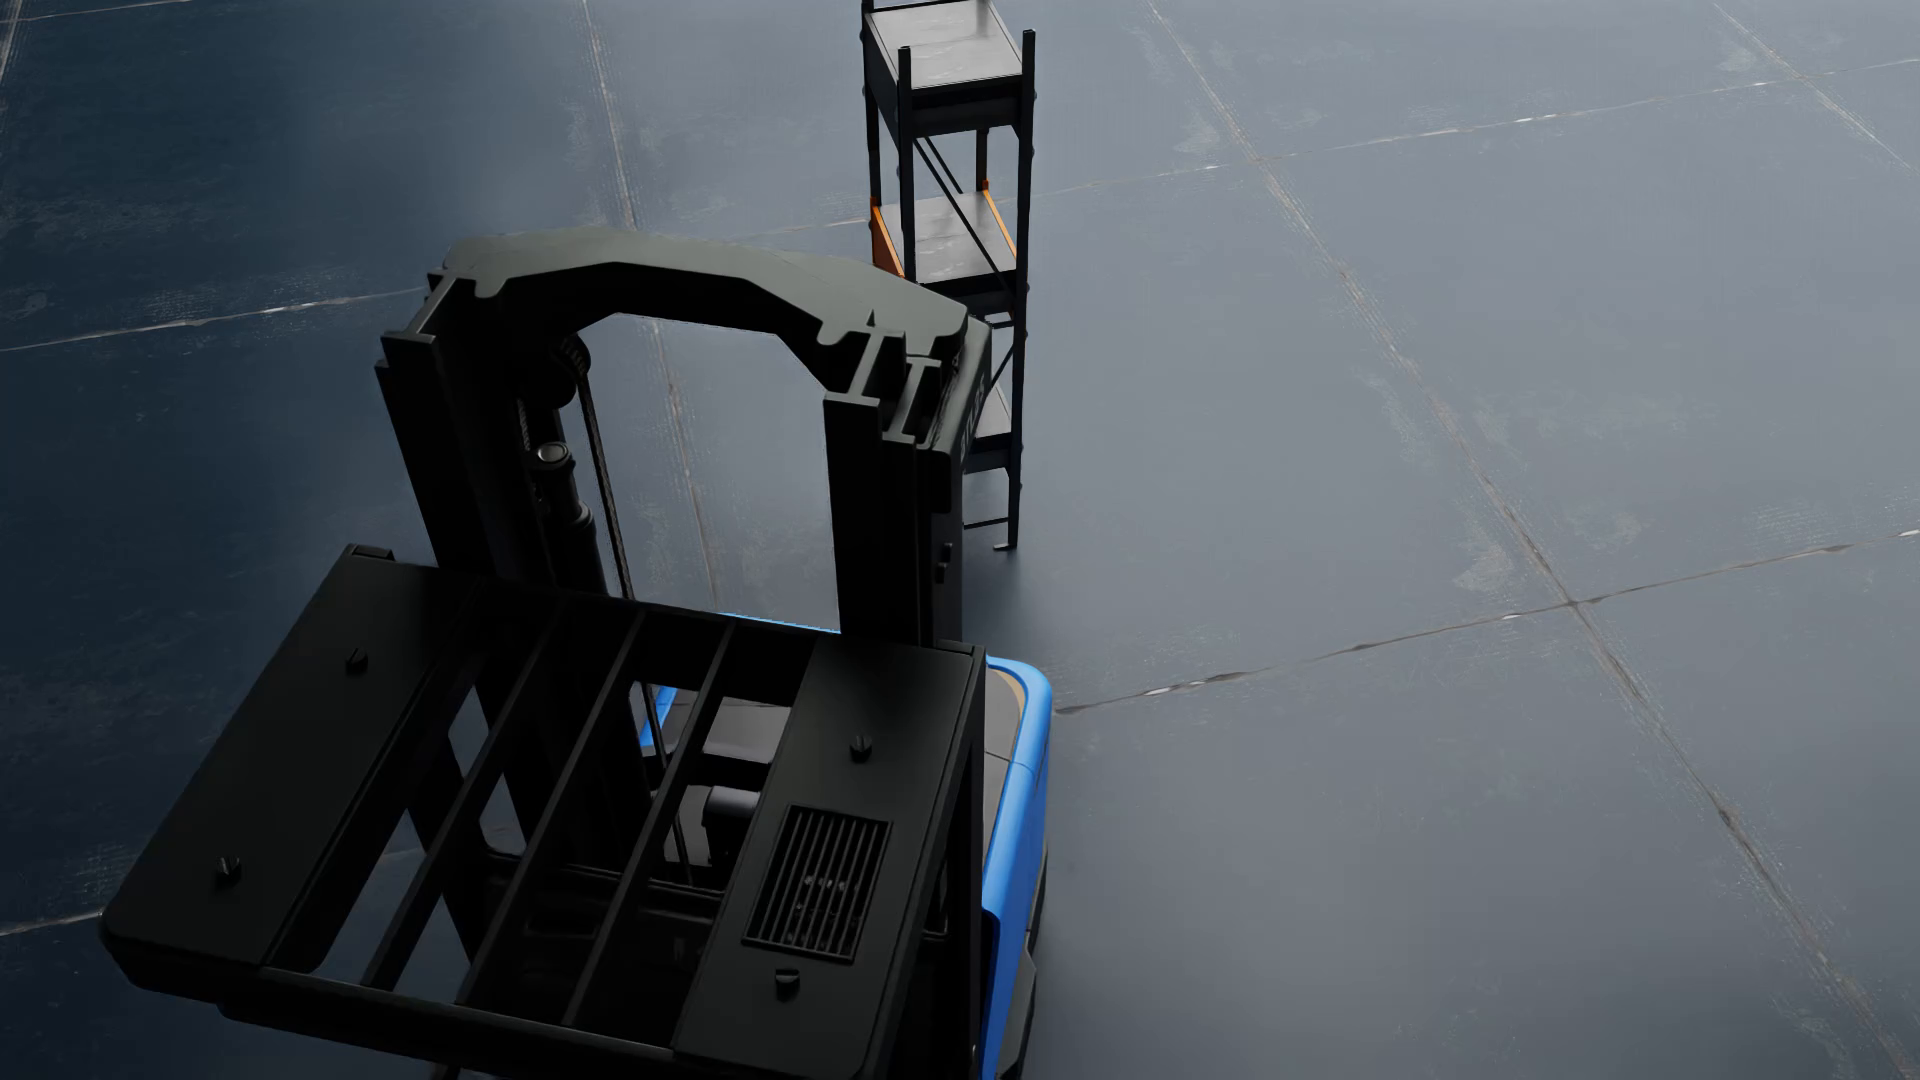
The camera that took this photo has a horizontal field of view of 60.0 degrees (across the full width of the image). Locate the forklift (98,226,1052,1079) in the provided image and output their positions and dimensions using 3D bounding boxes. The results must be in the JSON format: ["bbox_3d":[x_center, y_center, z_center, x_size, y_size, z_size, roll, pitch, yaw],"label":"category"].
[{"bbox_3d":[-0.552,1.018,3.201,1.130,2.935,3.031,9,46,8],"label":"forklift"}]

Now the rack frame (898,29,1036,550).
[{"bbox_3d":[0.020,-0.681,5.447,0.400,2.100,0.015,-11,47,-10],"label":"rack frame"}]

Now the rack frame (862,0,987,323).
[{"bbox_3d":[-0.105,-1.018,5.777,0.400,2.100,0.015,-11,47,-10],"label":"rack frame"}]

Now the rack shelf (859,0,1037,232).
[{"bbox_3d":[-0.042,-1.330,5.122,0.431,0.518,0.480,-11,47,-10],"label":"rack shelf"}]

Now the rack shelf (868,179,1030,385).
[{"bbox_3d":[-0.042,-0.840,5.622,0.431,0.518,0.480,-11,47,-10],"label":"rack shelf"}]

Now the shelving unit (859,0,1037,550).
[{"bbox_3d":[-0.042,-0.849,5.612,0.431,2.100,0.503,-11,47,-10],"label":"shelving unit"}]

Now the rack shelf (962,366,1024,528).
[{"bbox_3d":[-0.042,-0.350,6.122,0.431,0.518,0.480,-11,47,-10],"label":"rack shelf"}]
